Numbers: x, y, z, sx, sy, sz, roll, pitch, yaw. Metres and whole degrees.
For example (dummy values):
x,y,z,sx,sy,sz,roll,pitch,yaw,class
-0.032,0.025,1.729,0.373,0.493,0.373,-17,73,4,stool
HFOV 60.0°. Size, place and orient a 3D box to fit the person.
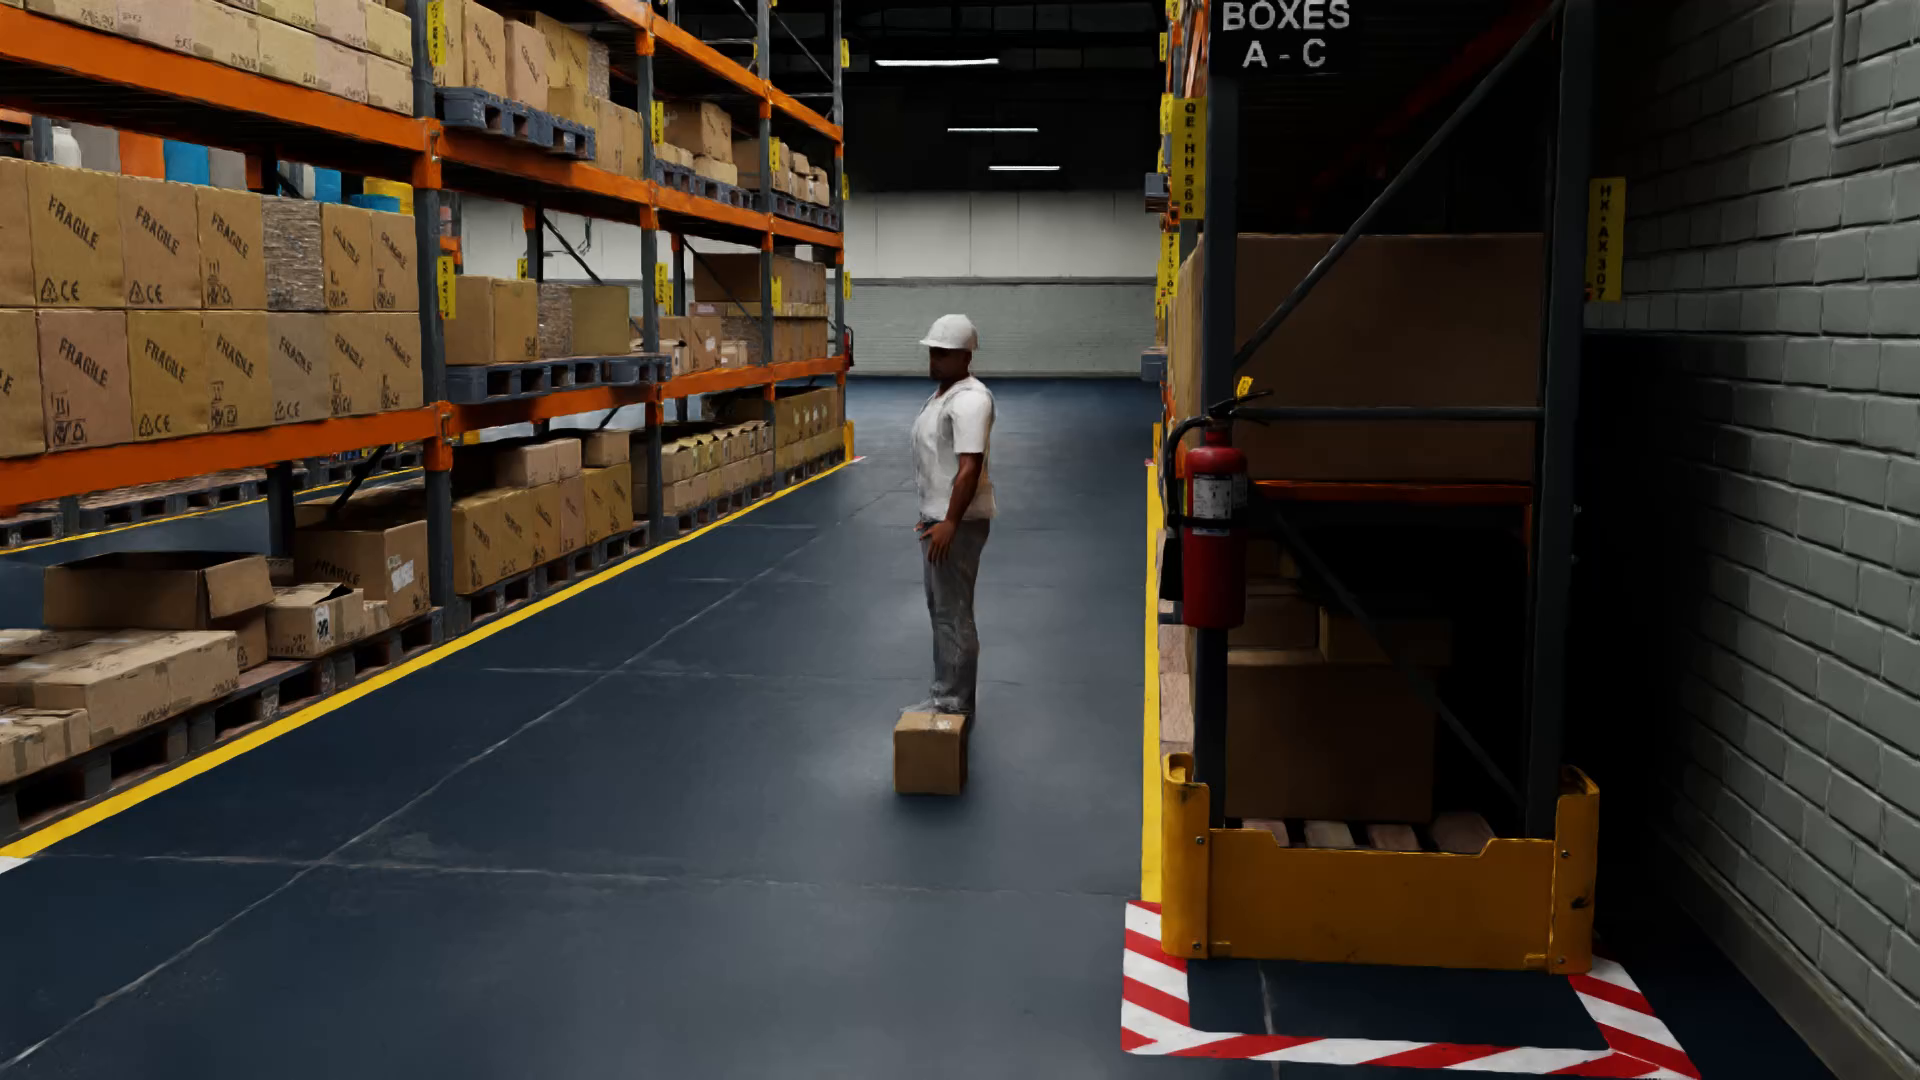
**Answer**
x,y,z,sx,sy,sz,roll,pitch,yaw,class
-0.062,-0.068,7.184,0.413,1.804,0.615,-1,8,-11,person
